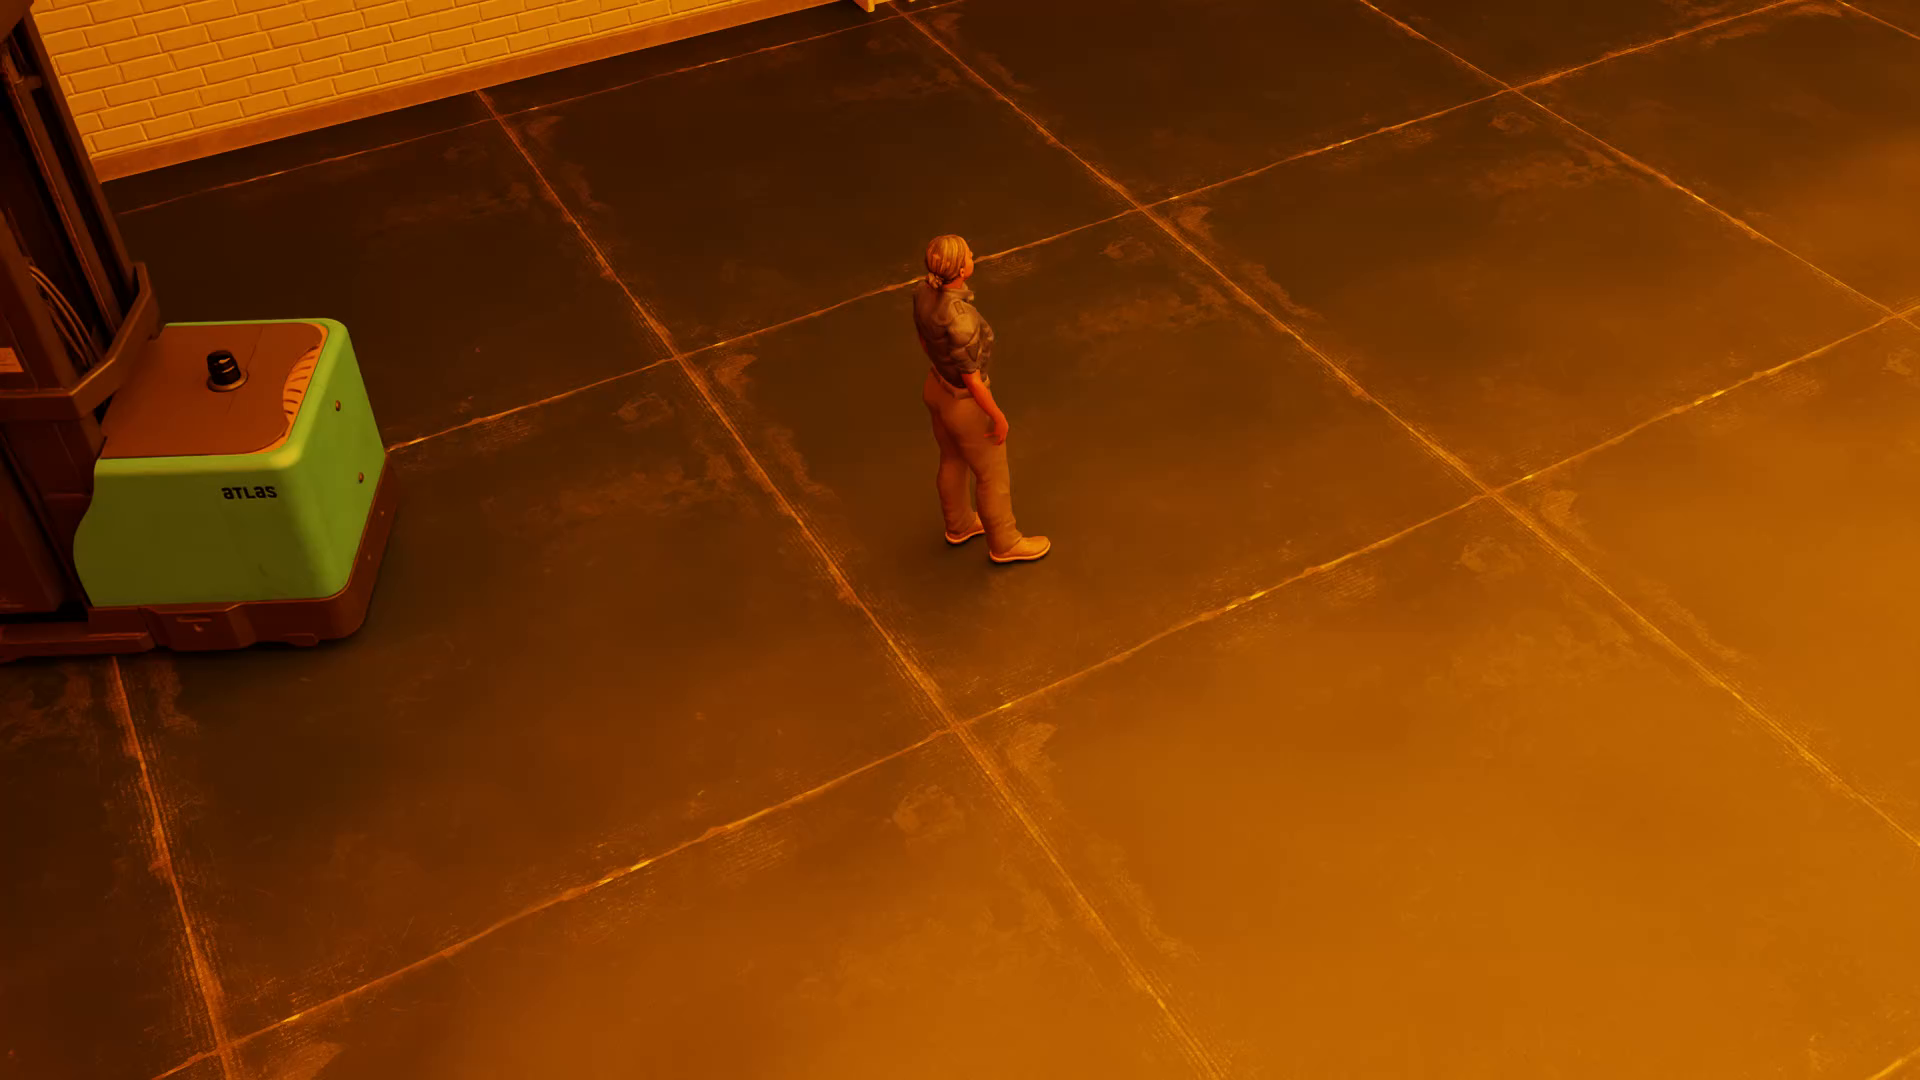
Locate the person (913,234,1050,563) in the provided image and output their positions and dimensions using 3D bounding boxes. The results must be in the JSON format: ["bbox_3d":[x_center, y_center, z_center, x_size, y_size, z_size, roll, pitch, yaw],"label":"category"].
[{"bbox_3d":[0.086,-0.630,7.306,0.503,1.656,0.570,-21,47,-21],"label":"person"}]

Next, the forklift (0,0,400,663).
[{"bbox_3d":[-4.175,-0.892,6.659,3.031,2.935,1.130,-2,43,-2],"label":"forklift"}]
